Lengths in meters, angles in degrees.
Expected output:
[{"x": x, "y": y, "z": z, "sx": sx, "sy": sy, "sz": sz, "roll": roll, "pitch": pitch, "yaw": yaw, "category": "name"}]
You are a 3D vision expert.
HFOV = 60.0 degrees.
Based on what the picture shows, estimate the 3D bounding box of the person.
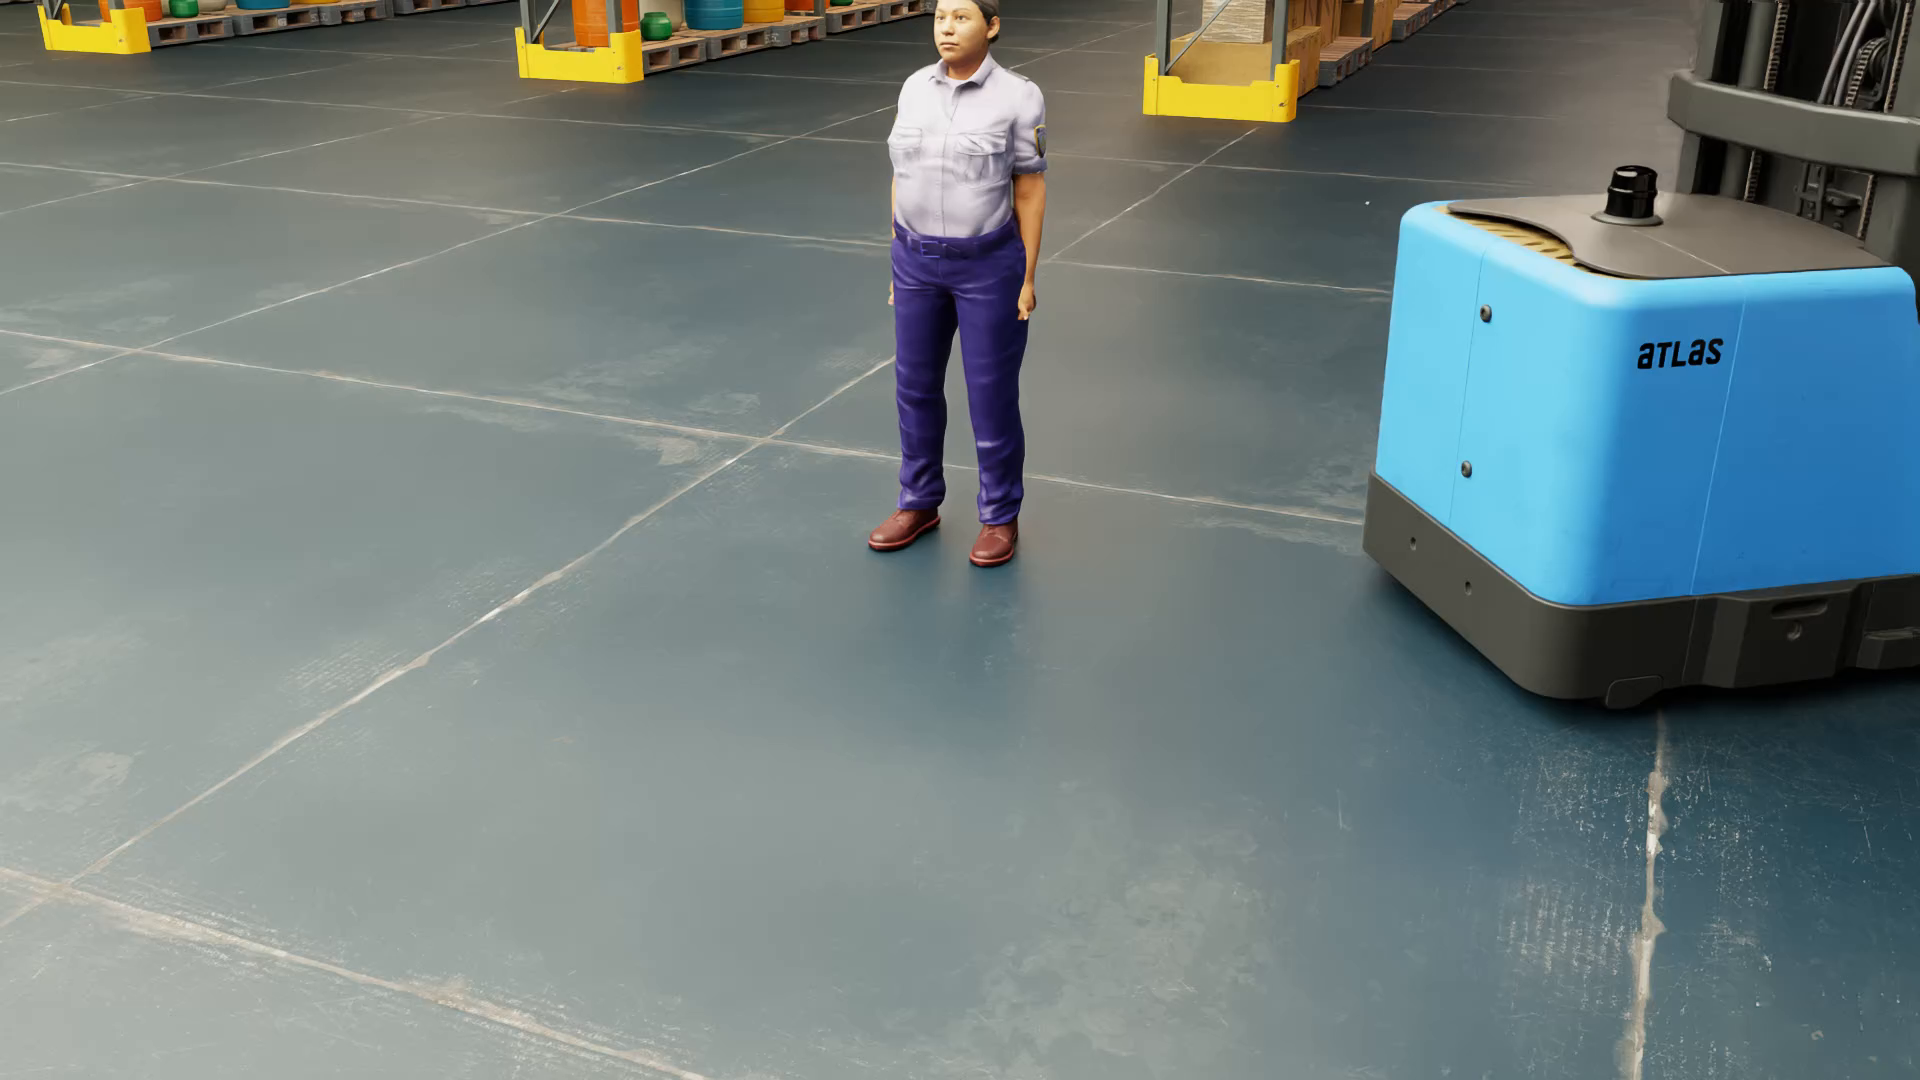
[{"x": -0.007, "y": -0.756, "z": 4.775, "sx": 0.483, "sy": 1.651, "sz": 0.365, "roll": 9, "pitch": 24, "yaw": 21, "category": "person"}]

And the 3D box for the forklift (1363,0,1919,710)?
[{"x": 2.746, "y": -1.220, "z": 4.211, "sx": 3.031, "sy": 2.935, "sz": 1.130, "roll": -5, "pitch": 23, "yaw": -12, "category": "forklift"}]
